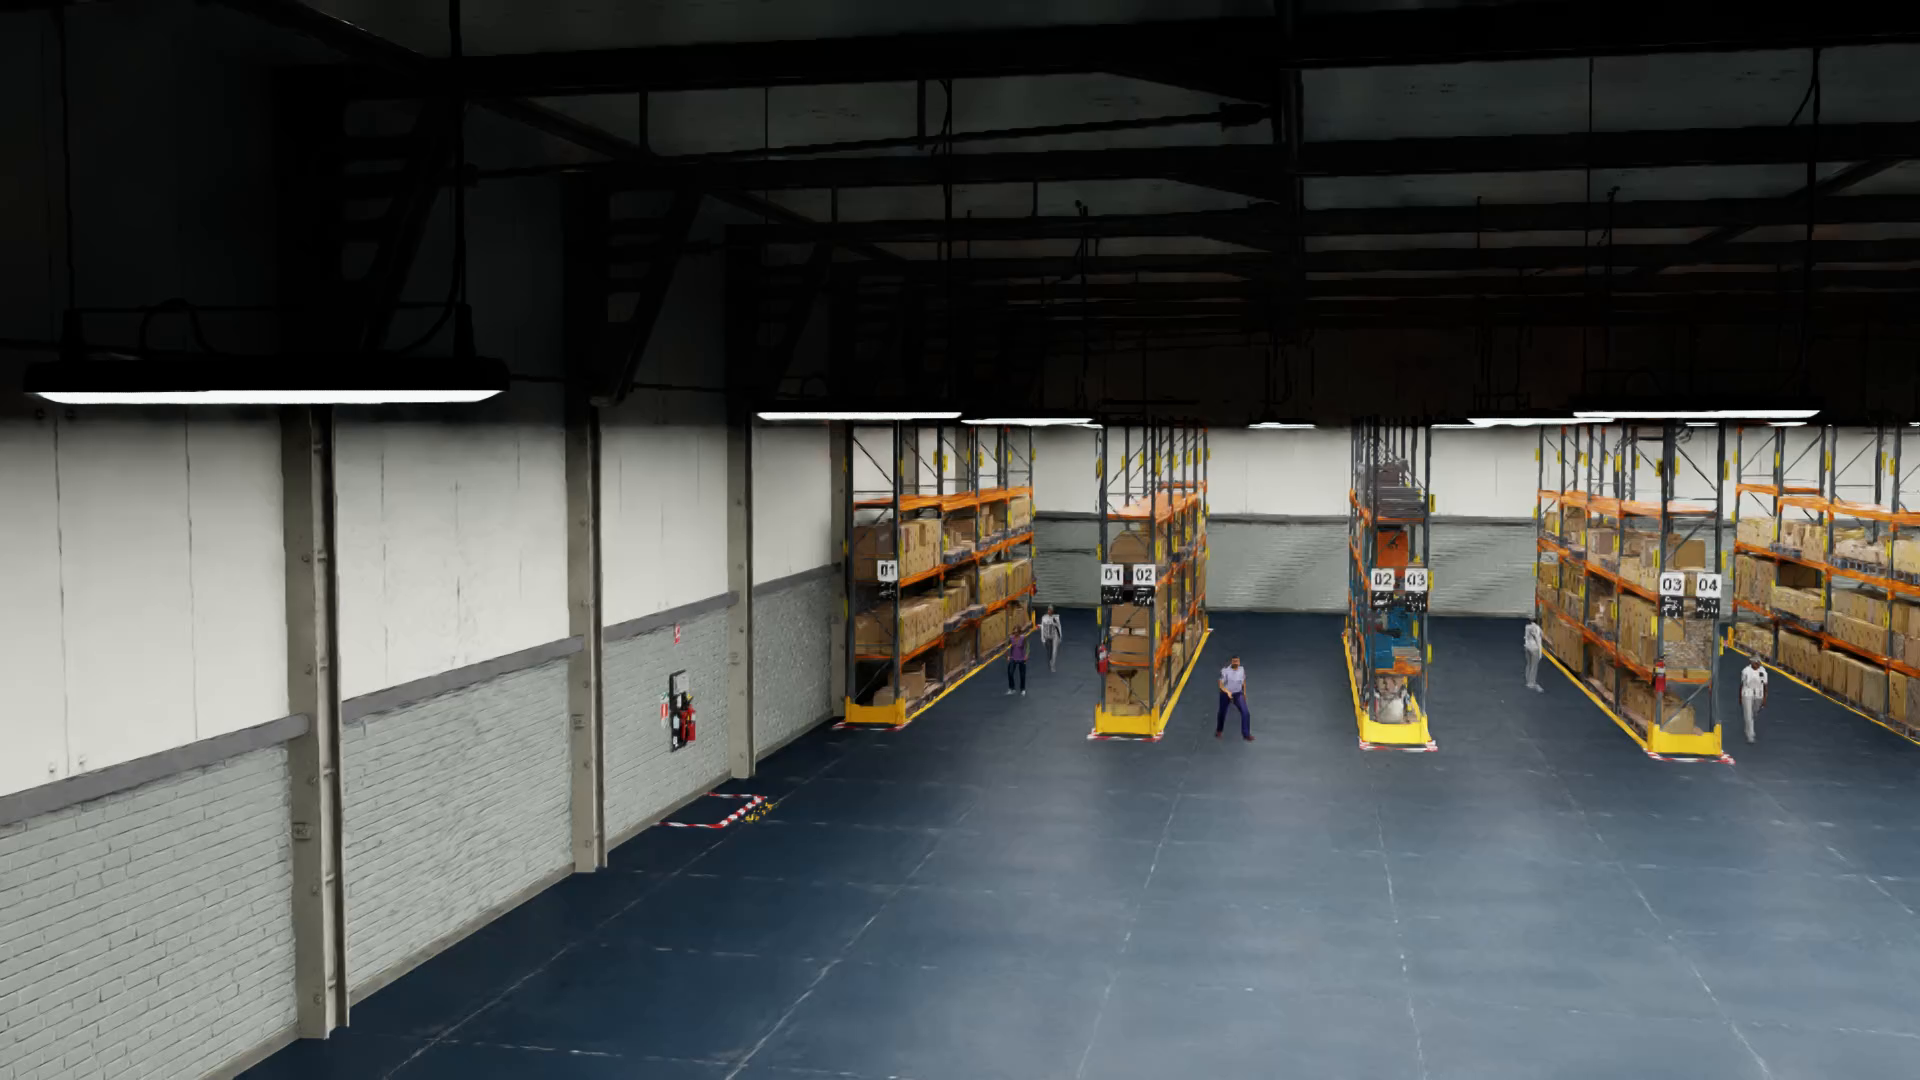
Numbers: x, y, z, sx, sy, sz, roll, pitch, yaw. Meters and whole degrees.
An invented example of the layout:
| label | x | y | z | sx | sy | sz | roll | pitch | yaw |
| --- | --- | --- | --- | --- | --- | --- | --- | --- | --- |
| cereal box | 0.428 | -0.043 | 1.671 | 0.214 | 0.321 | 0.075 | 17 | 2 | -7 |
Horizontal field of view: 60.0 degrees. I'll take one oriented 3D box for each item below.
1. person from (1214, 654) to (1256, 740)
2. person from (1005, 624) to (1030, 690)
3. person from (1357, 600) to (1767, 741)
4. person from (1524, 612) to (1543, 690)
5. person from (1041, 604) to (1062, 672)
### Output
| label | x | y | z | sx | sy | sz | roll | pitch | yaw |
| --- | --- | --- | --- | --- | --- | --- | --- | --- | --- |
| person | 5.059 | 2.878 | 30.739 | 0.660 | 1.580 | 0.811 | 0 | 4 | -6 |
| person | 1.238 | 2.536 | 35.873 | 0.566 | 1.472 | 0.519 | 1 | 4 | 10 |
| person | 12.196 | 2.545 | 35.263 | 6.731 | 1.625 | 9.459 | 1 | 4 | 9 |
| person | 12.666 | 2.435 | 36.641 | 0.408 | 1.679 | 0.538 | -1 | 4 | -20 |
| person | 2.143 | 2.284 | 39.414 | 0.482 | 1.583 | 1.076 | 1 | 4 | 15 |
